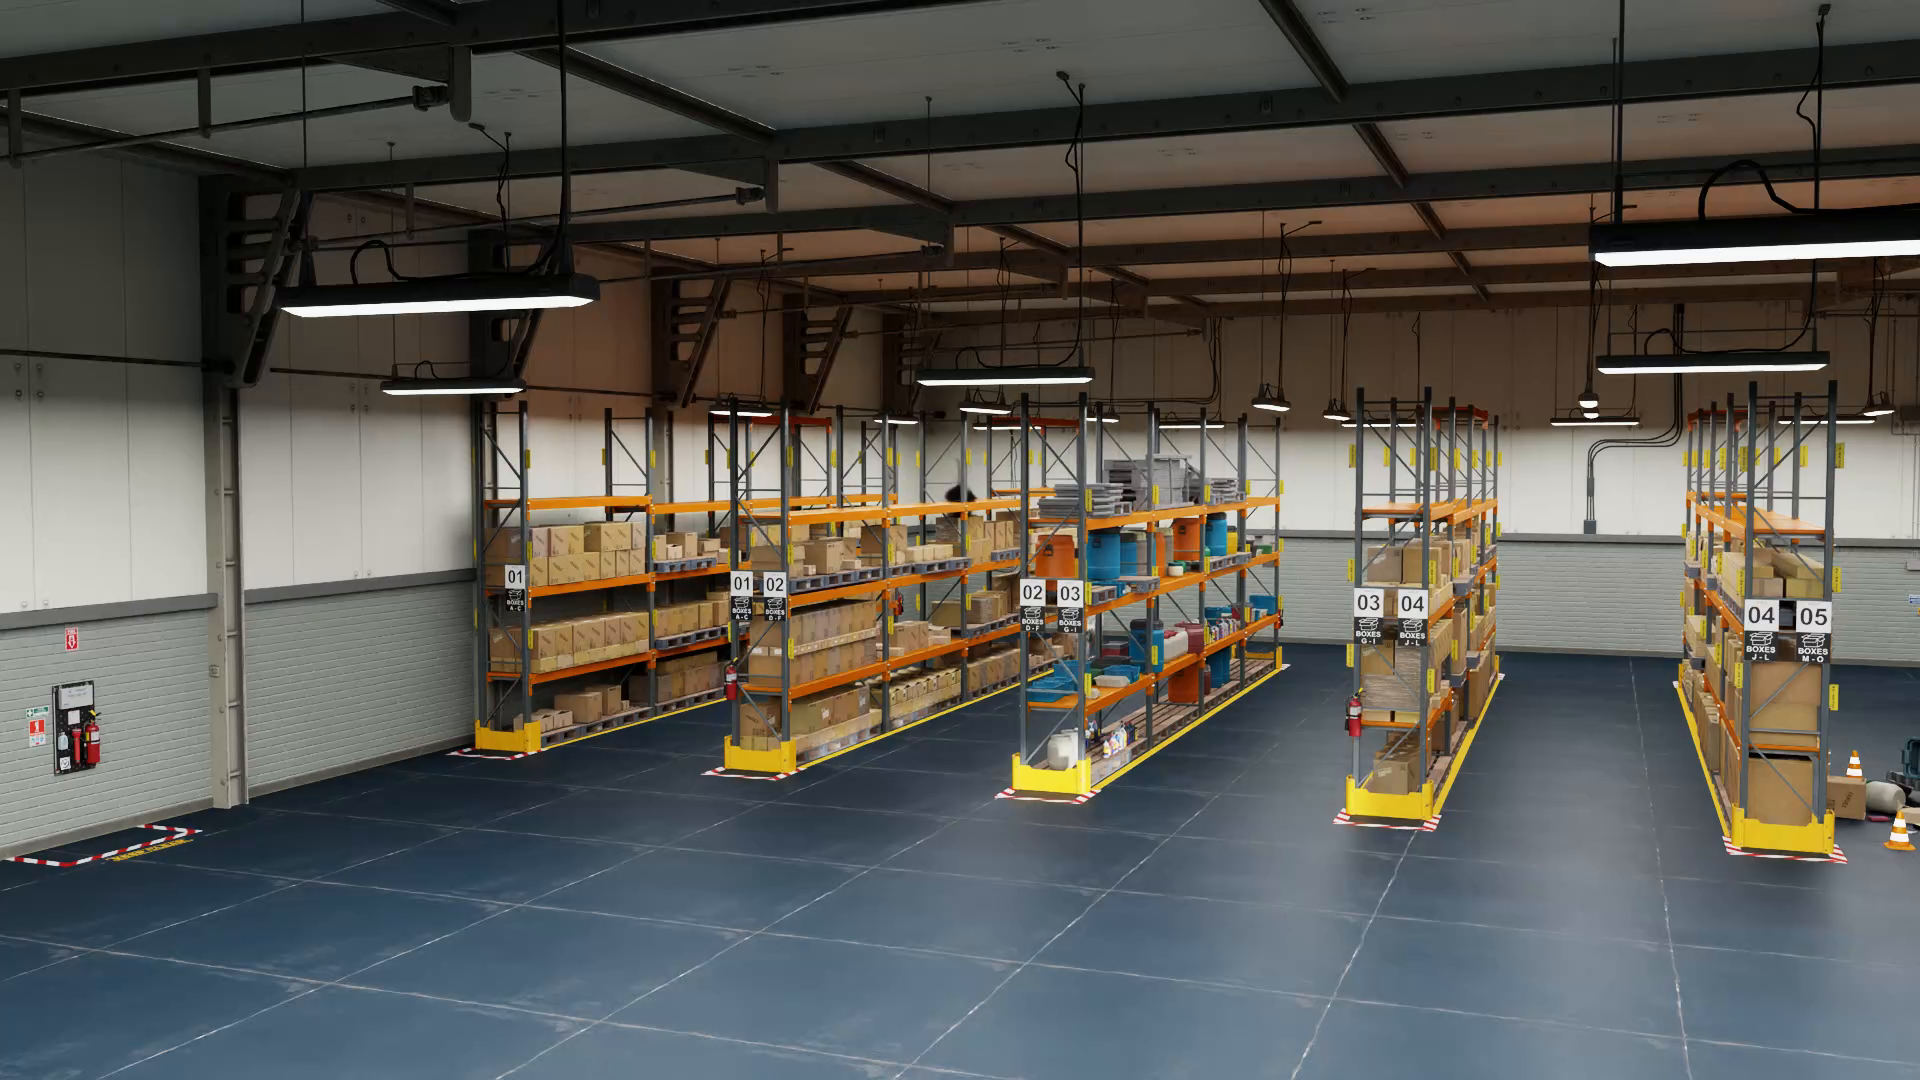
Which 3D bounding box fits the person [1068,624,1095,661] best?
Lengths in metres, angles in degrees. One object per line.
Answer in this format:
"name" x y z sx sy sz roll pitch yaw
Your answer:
"person" 2.681 2.438 36.665 0.602 1.639 0.960 0 3 1
